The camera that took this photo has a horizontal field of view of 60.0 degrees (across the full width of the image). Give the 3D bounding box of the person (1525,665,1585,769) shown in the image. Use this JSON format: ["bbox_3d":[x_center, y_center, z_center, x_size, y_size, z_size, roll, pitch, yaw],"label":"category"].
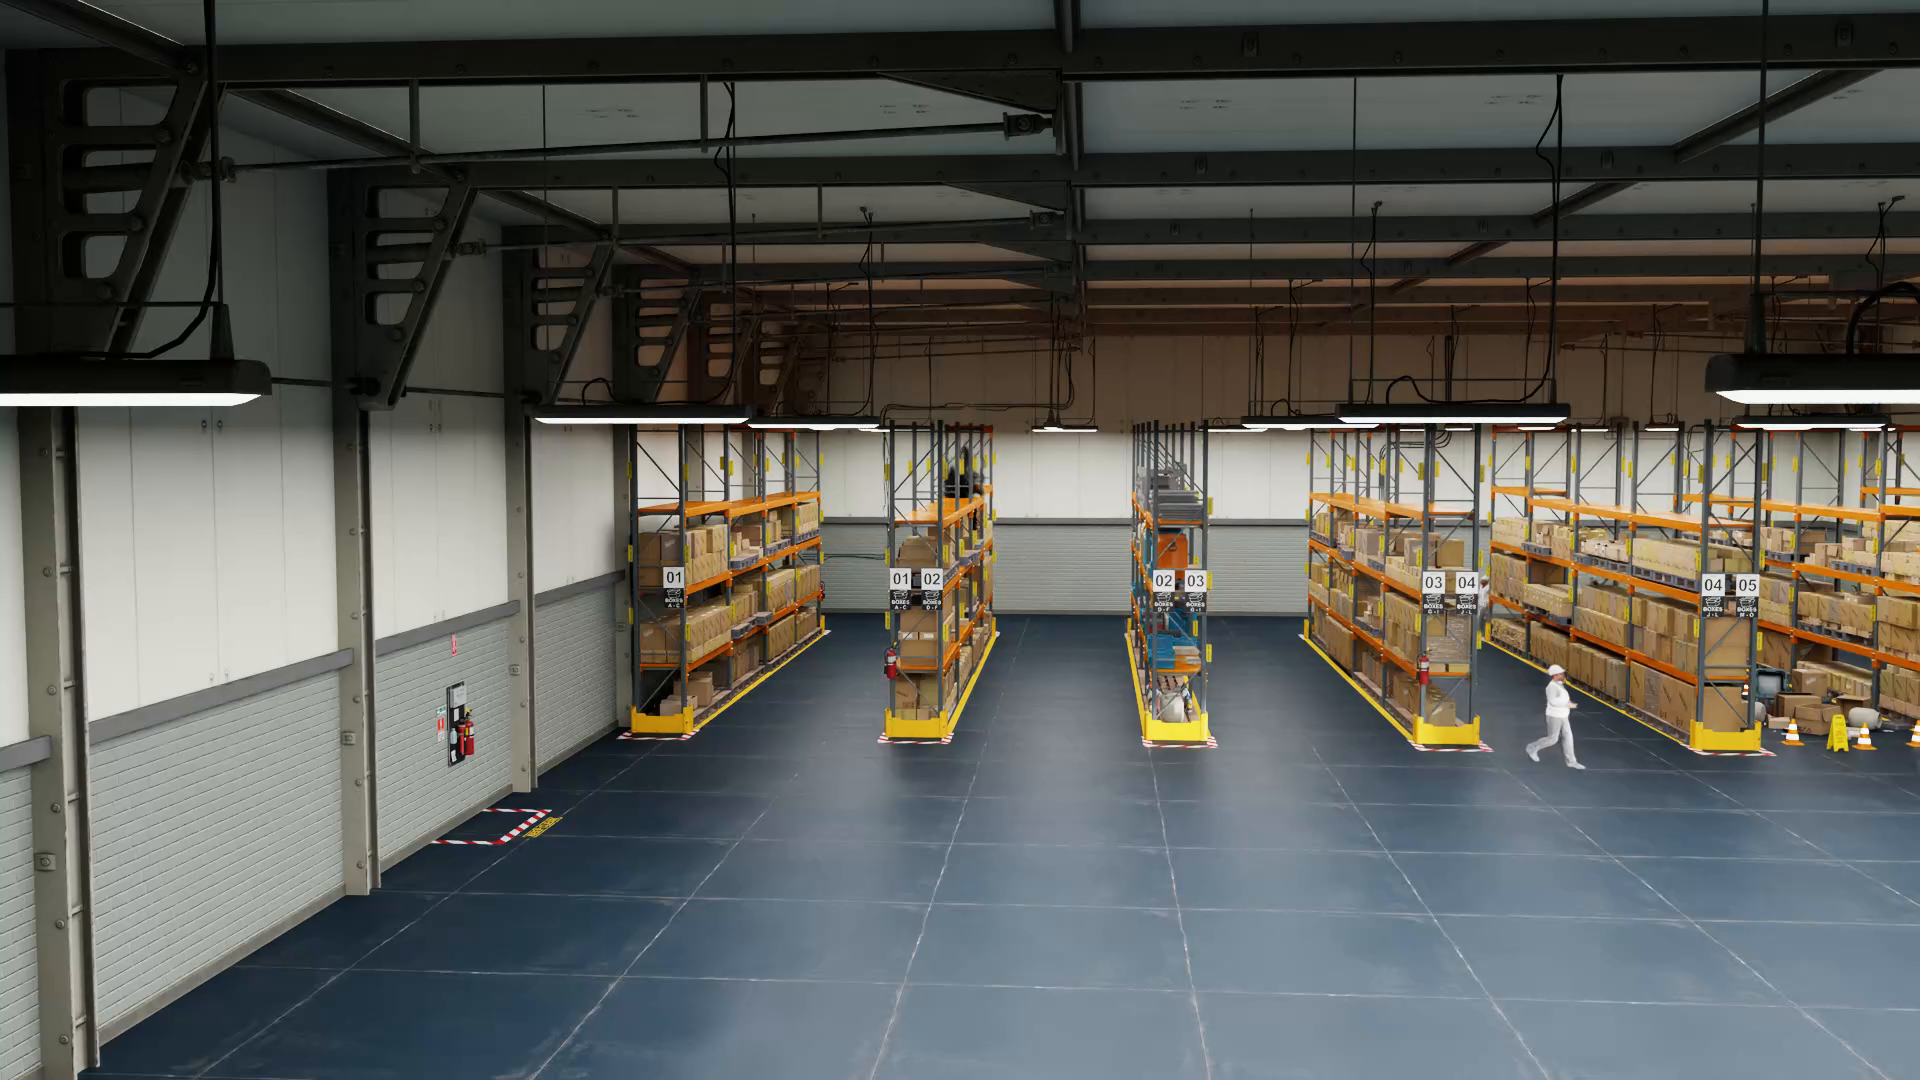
[{"bbox_3d":[10.215,3.019,28.508,0.973,1.768,0.666,2,4,34],"label":"person"}]

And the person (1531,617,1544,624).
[{"bbox_3d":[16.237,1.887,47.254,0.755,1.736,0.885,-3,5,-37],"label":"person"}]

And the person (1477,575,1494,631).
[{"bbox_3d":[14.980,1.872,47.331,0.791,1.750,0.761,-1,4,-12],"label":"person"}]

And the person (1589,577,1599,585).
[{"bbox_3d":[18.129,1.889,47.366,0.919,1.689,0.581,0,4,2],"label":"person"}]
